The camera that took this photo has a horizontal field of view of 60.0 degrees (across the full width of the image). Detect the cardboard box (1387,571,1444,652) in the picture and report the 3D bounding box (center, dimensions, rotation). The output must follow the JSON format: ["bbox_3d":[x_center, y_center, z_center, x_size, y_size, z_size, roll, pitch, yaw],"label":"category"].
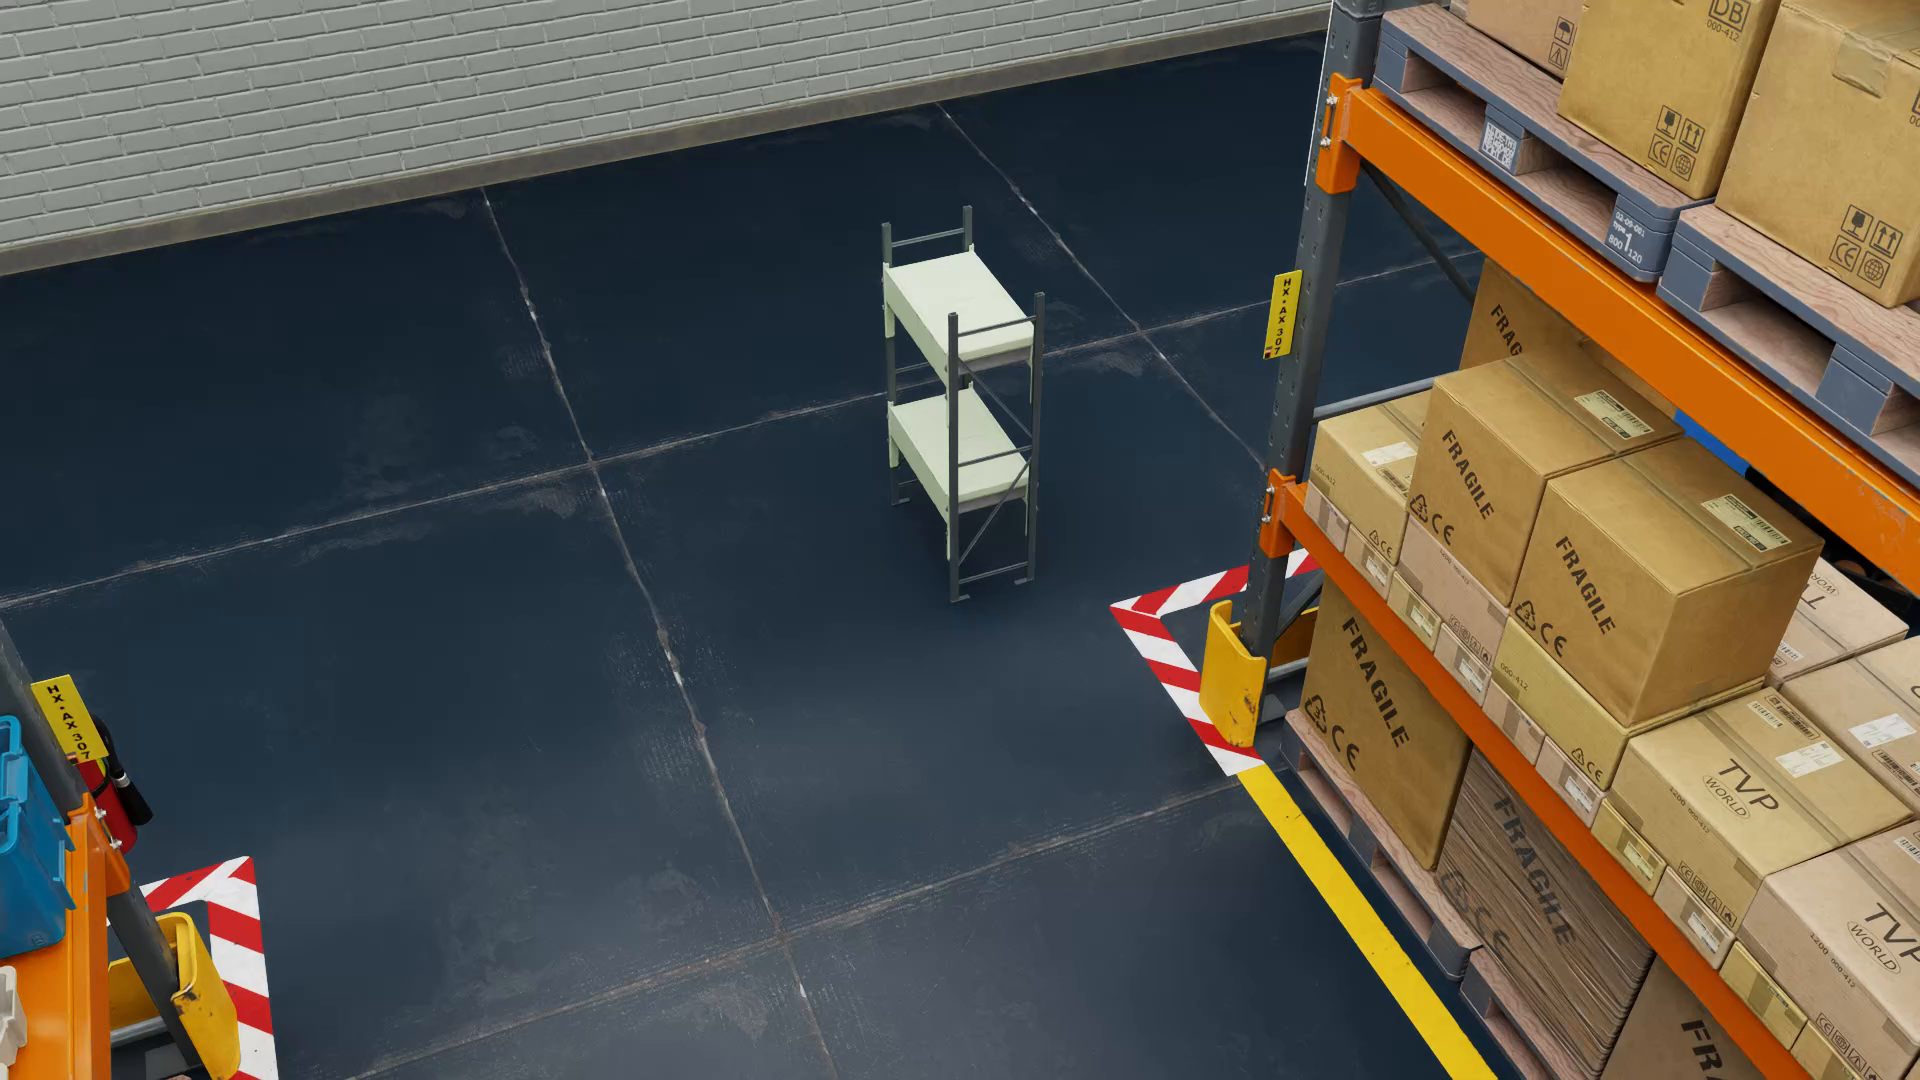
[{"bbox_3d":[1.612,0.179,5.352,0.380,0.149,0.250,-16,43,-18],"label":"cardboard box"}]

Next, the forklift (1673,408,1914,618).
[{"bbox_3d":[4.153,-1.169,6.780,3.031,2.935,1.130,27,48,28],"label":"forklift"}]

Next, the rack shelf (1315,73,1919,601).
[{"bbox_3d":[2.349,-0.180,3.829,1.077,0.370,4.000,-15,43,-17],"label":"rack shelf"}]

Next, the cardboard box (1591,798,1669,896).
[{"bbox_3d":[2.004,0.797,4.634,0.380,0.149,0.250,-16,43,-18],"label":"cardboard box"}]

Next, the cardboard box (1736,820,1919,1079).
[{"bbox_3d":[2.307,1.014,4.076,0.500,0.250,0.500,-14,43,-16],"label":"cardboard box"}]

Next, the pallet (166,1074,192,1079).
[{"bbox_3d":[-2.713,2.279,4.857,1.003,0.211,1.213,-15,43,-17],"label":"pallet"}]

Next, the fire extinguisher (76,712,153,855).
[{"bbox_3d":[-2.630,0.681,4.921,0.296,0.674,0.183,-15,43,-17],"label":"fire extinguisher"}]

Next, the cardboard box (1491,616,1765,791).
[{"bbox_3d":[1.912,0.395,4.796,0.500,0.250,0.500,-16,43,-18],"label":"cardboard box"}]

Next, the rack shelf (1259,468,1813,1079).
[{"bbox_3d":[2.349,0.957,4.807,1.077,0.370,4.000,-15,43,-17],"label":"rack shelf"}]

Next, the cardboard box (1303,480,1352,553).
[{"bbox_3d":[1.415,-0.129,5.711,0.380,0.149,0.250,-15,43,-16],"label":"cardboard box"}]

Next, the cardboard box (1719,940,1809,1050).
[{"bbox_3d":[2.203,1.108,4.272,0.380,0.149,0.250,-16,43,-18],"label":"cardboard box"}]

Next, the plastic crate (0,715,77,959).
[{"bbox_3d":[-2.692,0.834,4.325,0.616,0.435,0.499,-15,43,-17],"label":"plastic crate"}]

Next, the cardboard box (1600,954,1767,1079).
[{"bbox_3d":[2.591,1.576,4.843,0.875,0.875,0.875,-15,43,-17],"label":"cardboard box"}]

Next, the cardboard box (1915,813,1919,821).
[{"bbox_3d":[2.787,0.873,4.240,0.500,0.250,0.500,-14,43,-16],"label":"cardboard box"}]

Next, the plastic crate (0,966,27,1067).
[{"bbox_3d":[-2.513,1.238,4.084,0.396,0.136,0.243,-15,43,-17],"label":"plastic crate"}]

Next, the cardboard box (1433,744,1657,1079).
[{"bbox_3d":[2.251,1.040,5.467,0.875,0.875,0.875,-15,43,-17],"label":"cardboard box"}]

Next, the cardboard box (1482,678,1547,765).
[{"bbox_3d":[1.810,0.489,4.992,0.380,0.149,0.250,-16,43,-18],"label":"cardboard box"}]

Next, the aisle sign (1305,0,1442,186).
[{"bbox_3d":[1.279,-1.475,5.089,0.394,0.787,0.004,-15,43,-17],"label":"aisle sign"}]

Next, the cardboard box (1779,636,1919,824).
[{"bbox_3d":[2.606,0.574,4.587,0.500,0.250,0.500,-15,43,-17],"label":"cardboard box"}]

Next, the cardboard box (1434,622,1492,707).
[{"bbox_3d":[1.713,0.336,5.170,0.380,0.149,0.250,-16,43,-18],"label":"cardboard box"}]

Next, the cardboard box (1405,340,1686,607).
[{"bbox_3d":[1.709,-0.203,4.916,0.500,0.500,0.500,-16,43,-18],"label":"cardboard box"}]

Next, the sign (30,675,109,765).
[{"bbox_3d":[-2.490,0.506,4.654,0.100,0.325,0.005,-15,43,-17],"label":"sign"}]

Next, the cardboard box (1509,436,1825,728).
[{"bbox_3d":[1.913,0.107,4.555,0.500,0.500,0.500,-16,43,-18],"label":"cardboard box"}]

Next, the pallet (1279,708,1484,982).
[{"bbox_3d":[1.962,0.999,6.345,1.003,0.211,1.213,-15,43,-17],"label":"pallet"}]

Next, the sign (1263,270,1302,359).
[{"bbox_3d":[1.069,-0.744,5.509,0.100,0.325,0.005,-15,43,-17],"label":"sign"}]

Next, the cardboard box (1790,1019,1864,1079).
[{"bbox_3d":[2.301,1.262,4.093,0.380,0.149,0.250,-14,43,-16],"label":"cardboard box"}]

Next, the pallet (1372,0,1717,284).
[{"bbox_3d":[1.877,-1.180,4.508,1.003,0.211,1.213,-15,43,-17],"label":"pallet"}]

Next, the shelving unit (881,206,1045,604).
[{"bbox_3d":[0.003,-0.565,7.175,0.431,1.500,0.755,-15,43,-17],"label":"shelving unit"}]

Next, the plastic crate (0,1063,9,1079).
[{"bbox_3d":[-2.416,1.416,3.877,0.396,0.136,0.243,-15,43,-17],"label":"plastic crate"}]

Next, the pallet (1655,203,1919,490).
[{"bbox_3d":[2.348,-0.444,3.652,1.003,0.211,1.213,-15,43,-17],"label":"pallet"}]

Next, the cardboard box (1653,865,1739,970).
[{"bbox_3d":[2.106,0.955,4.451,0.380,0.149,0.250,-14,43,-16],"label":"cardboard box"}]

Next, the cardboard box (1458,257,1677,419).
[{"bbox_3d":[2.013,-0.633,5.416,0.500,0.500,0.500,-15,43,-16],"label":"cardboard box"}]

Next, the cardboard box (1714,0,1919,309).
[{"bbox_3d":[2.179,-0.925,3.667,0.700,0.500,0.500,-18,44,-20],"label":"cardboard box"}]

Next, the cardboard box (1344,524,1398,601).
[{"bbox_3d":[1.514,0.025,5.532,0.380,0.149,0.250,-16,43,-17],"label":"cardboard box"}]

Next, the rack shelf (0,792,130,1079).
[{"bbox_3d":[-2.227,2.193,3.370,1.077,0.370,4.000,-15,43,-17],"label":"rack shelf"}]

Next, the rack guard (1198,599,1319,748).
[{"bbox_3d":[1.575,0.413,6.805,1.175,0.500,0.348,-15,43,-17],"label":"rack guard"}]

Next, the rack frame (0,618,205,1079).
[{"bbox_3d":[-2.992,0.715,4.537,1.000,3.000,0.127,-15,43,-17],"label":"rack frame"}]

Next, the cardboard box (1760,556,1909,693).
[{"bbox_3d":[2.403,0.261,4.951,0.500,0.250,0.500,-17,43,-18],"label":"cardboard box"}]

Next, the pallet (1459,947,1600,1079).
[{"bbox_3d":[2.425,1.733,5.492,1.003,0.211,1.213,-15,43,-17],"label":"pallet"}]

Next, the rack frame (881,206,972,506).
[{"bbox_3d":[-0.137,-0.785,7.431,0.400,1.500,0.023,-15,43,-17],"label":"rack frame"}]

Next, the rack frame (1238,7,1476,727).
[{"bbox_3d":[1.584,-0.521,5.973,1.000,3.000,0.127,-15,43,-17],"label":"rack frame"}]

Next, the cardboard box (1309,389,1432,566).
[{"bbox_3d":[1.518,-0.220,5.511,0.500,0.250,0.500,-16,43,-18],"label":"cardboard box"}]

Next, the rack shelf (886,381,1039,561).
[{"bbox_3d":[0.003,-0.317,7.387,0.431,0.370,0.720,-15,43,-17],"label":"rack shelf"}]

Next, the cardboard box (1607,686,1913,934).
[{"bbox_3d":[2.116,0.708,4.432,0.500,0.250,0.500,-16,43,-18],"label":"cardboard box"}]

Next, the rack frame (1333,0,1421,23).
[{"bbox_3d":[1.584,-2.795,4.017,1.000,3.000,0.127,-15,43,-17],"label":"rack frame"}]

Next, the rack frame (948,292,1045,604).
[{"bbox_3d":[0.143,-0.344,6.919,0.400,1.500,0.023,-15,43,-17],"label":"rack frame"}]

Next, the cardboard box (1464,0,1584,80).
[{"bbox_3d":[1.832,-1.593,4.445,0.700,0.500,0.500,-18,44,-19],"label":"cardboard box"}]

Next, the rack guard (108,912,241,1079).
[{"bbox_3d":[-3.014,1.652,5.365,1.175,0.500,0.348,-15,43,-17],"label":"rack guard"}]

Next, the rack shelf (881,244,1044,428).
[{"bbox_3d":[0.003,-0.861,6.920,0.431,0.370,0.720,-15,43,-17],"label":"rack shelf"}]

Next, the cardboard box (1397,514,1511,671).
[{"bbox_3d":[1.723,0.091,5.149,0.500,0.250,0.500,-16,43,-17],"label":"cardboard box"}]

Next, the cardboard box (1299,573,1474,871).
[{"bbox_3d":[1.903,0.491,6.104,0.875,0.875,0.875,-15,43,-17],"label":"cardboard box"}]

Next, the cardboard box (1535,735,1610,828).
[{"bbox_3d":[1.909,0.645,4.811,0.380,0.149,0.250,-16,43,-17],"label":"cardboard box"}]

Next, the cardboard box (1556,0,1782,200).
[{"bbox_3d":[1.936,-1.224,4.015,0.700,0.500,0.500,-17,43,-18],"label":"cardboard box"}]
